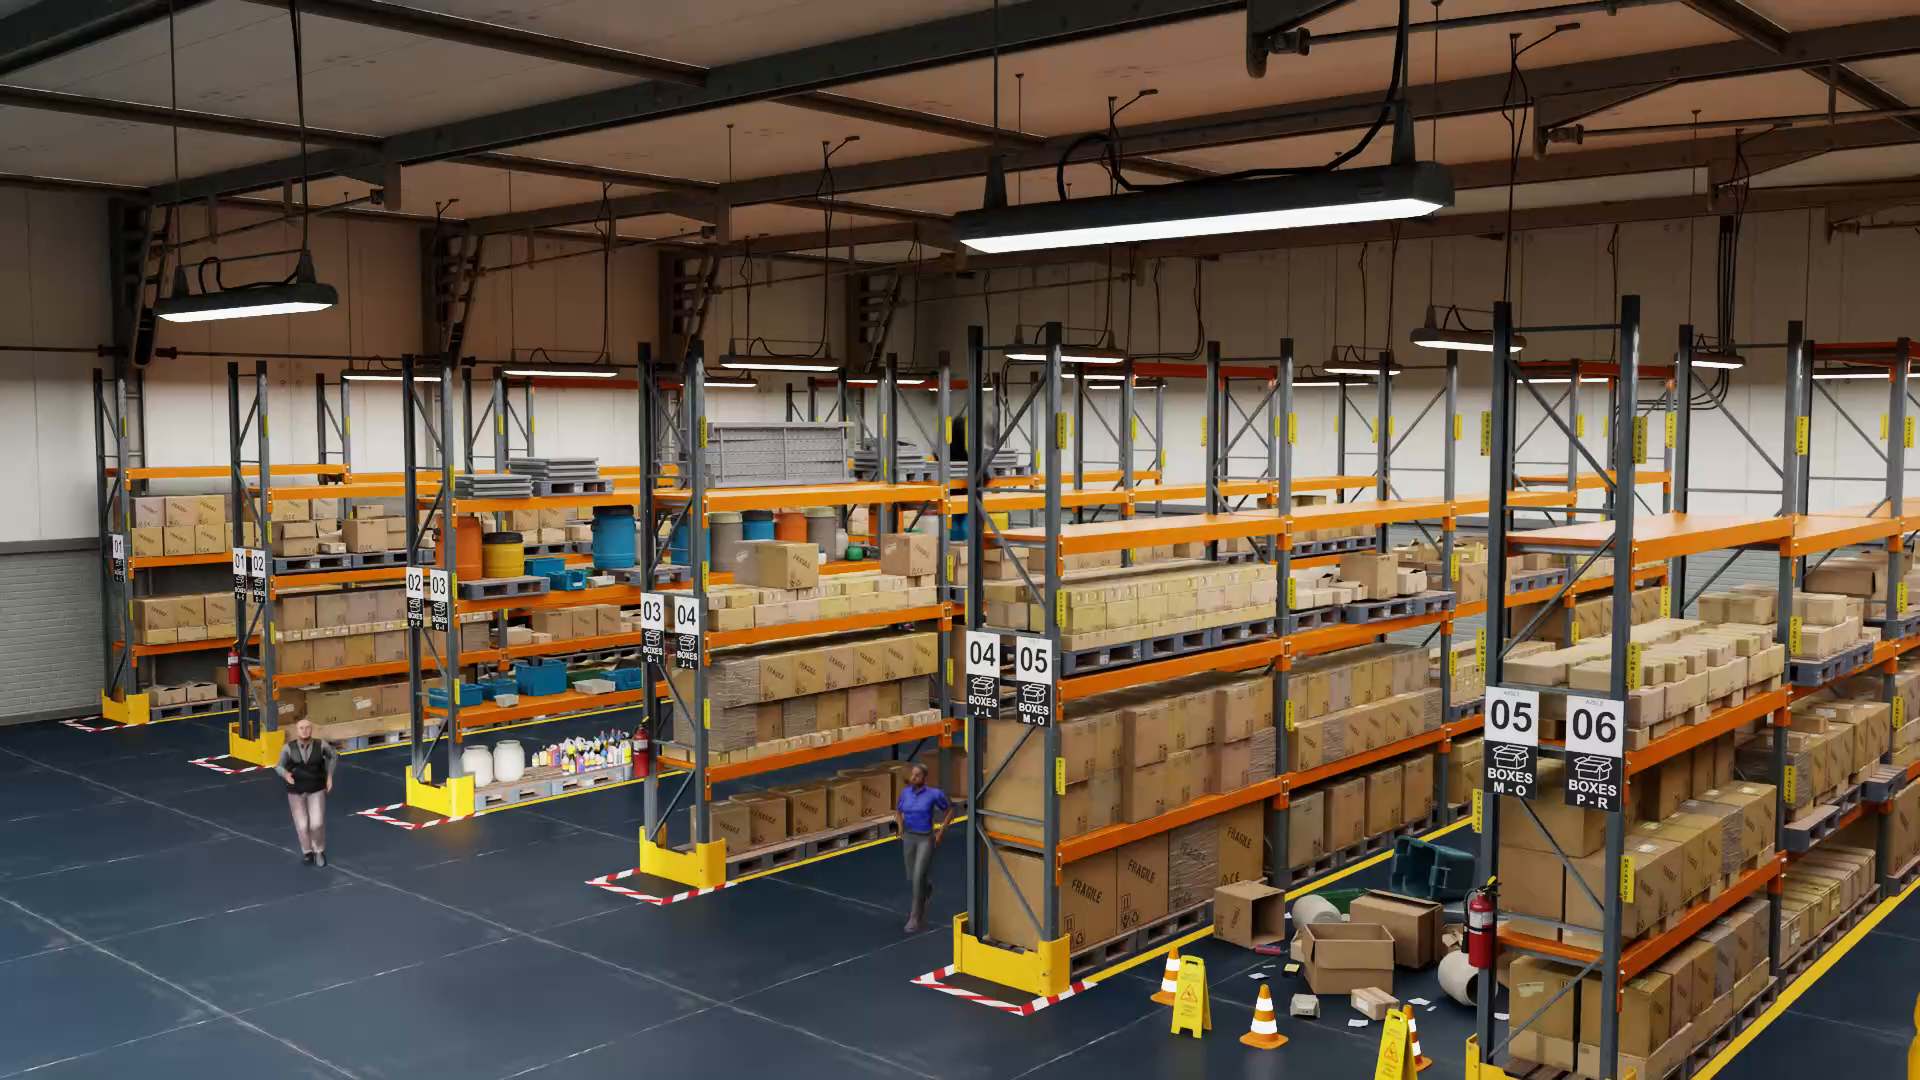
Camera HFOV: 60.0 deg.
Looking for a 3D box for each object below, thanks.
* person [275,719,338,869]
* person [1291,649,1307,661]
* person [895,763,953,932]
[{"bbox_3d":[-7.488,2.921,19.049,0.656,1.738,0.702,-1,4,-16],"label":"person"},{"bbox_3d":[5.135,2.437,25.206,0.640,1.854,0.727,3,5,38],"label":"person"},{"bbox_3d":[-0.378,3.106,17.029,0.601,1.652,0.775,2,5,25],"label":"person"}]
